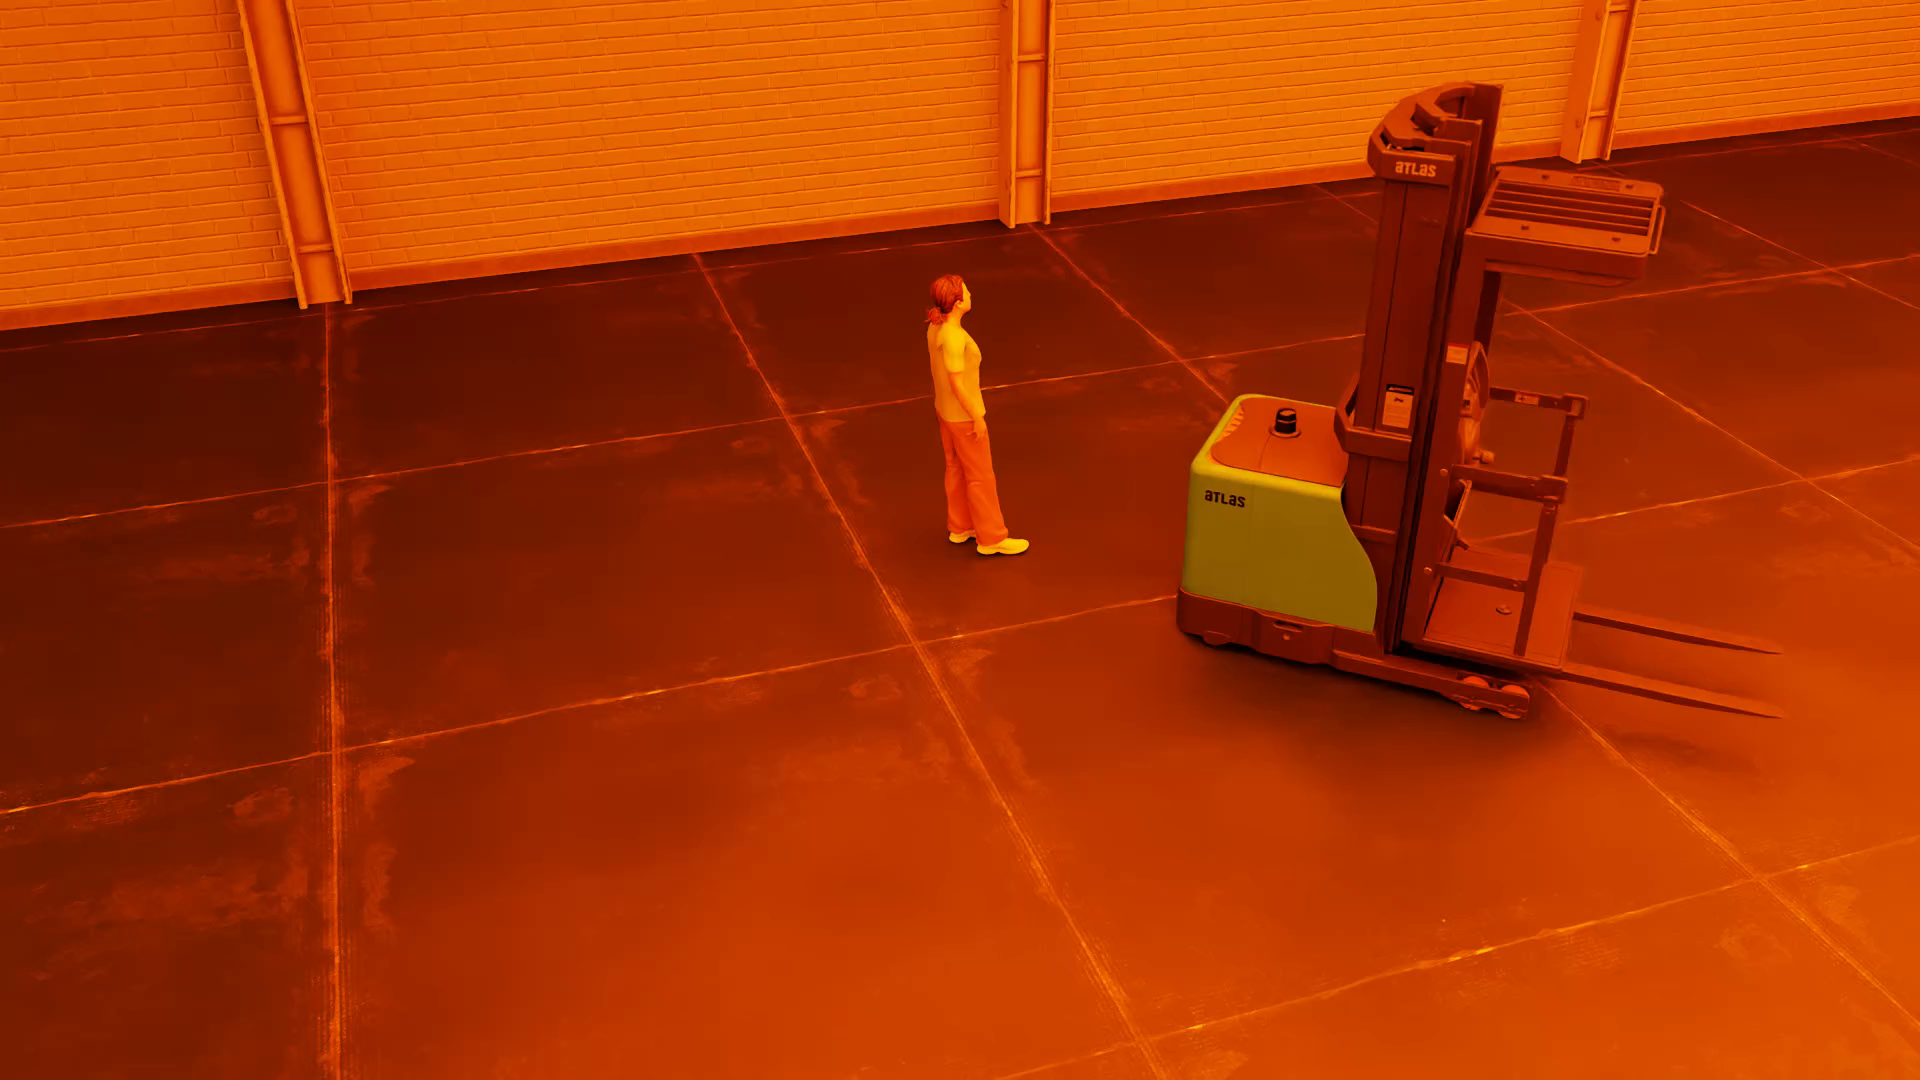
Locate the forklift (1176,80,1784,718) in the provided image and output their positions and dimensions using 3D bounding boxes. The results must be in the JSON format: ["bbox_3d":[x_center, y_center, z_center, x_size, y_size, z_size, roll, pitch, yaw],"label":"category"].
[{"bbox_3d":[2.745,-0.666,8.245,3.031,2.935,1.130,12,32,20],"label":"forklift"}]

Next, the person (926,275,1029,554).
[{"bbox_3d":[0.073,-0.739,9.616,0.549,1.675,0.555,-10,31,-16],"label":"person"}]
